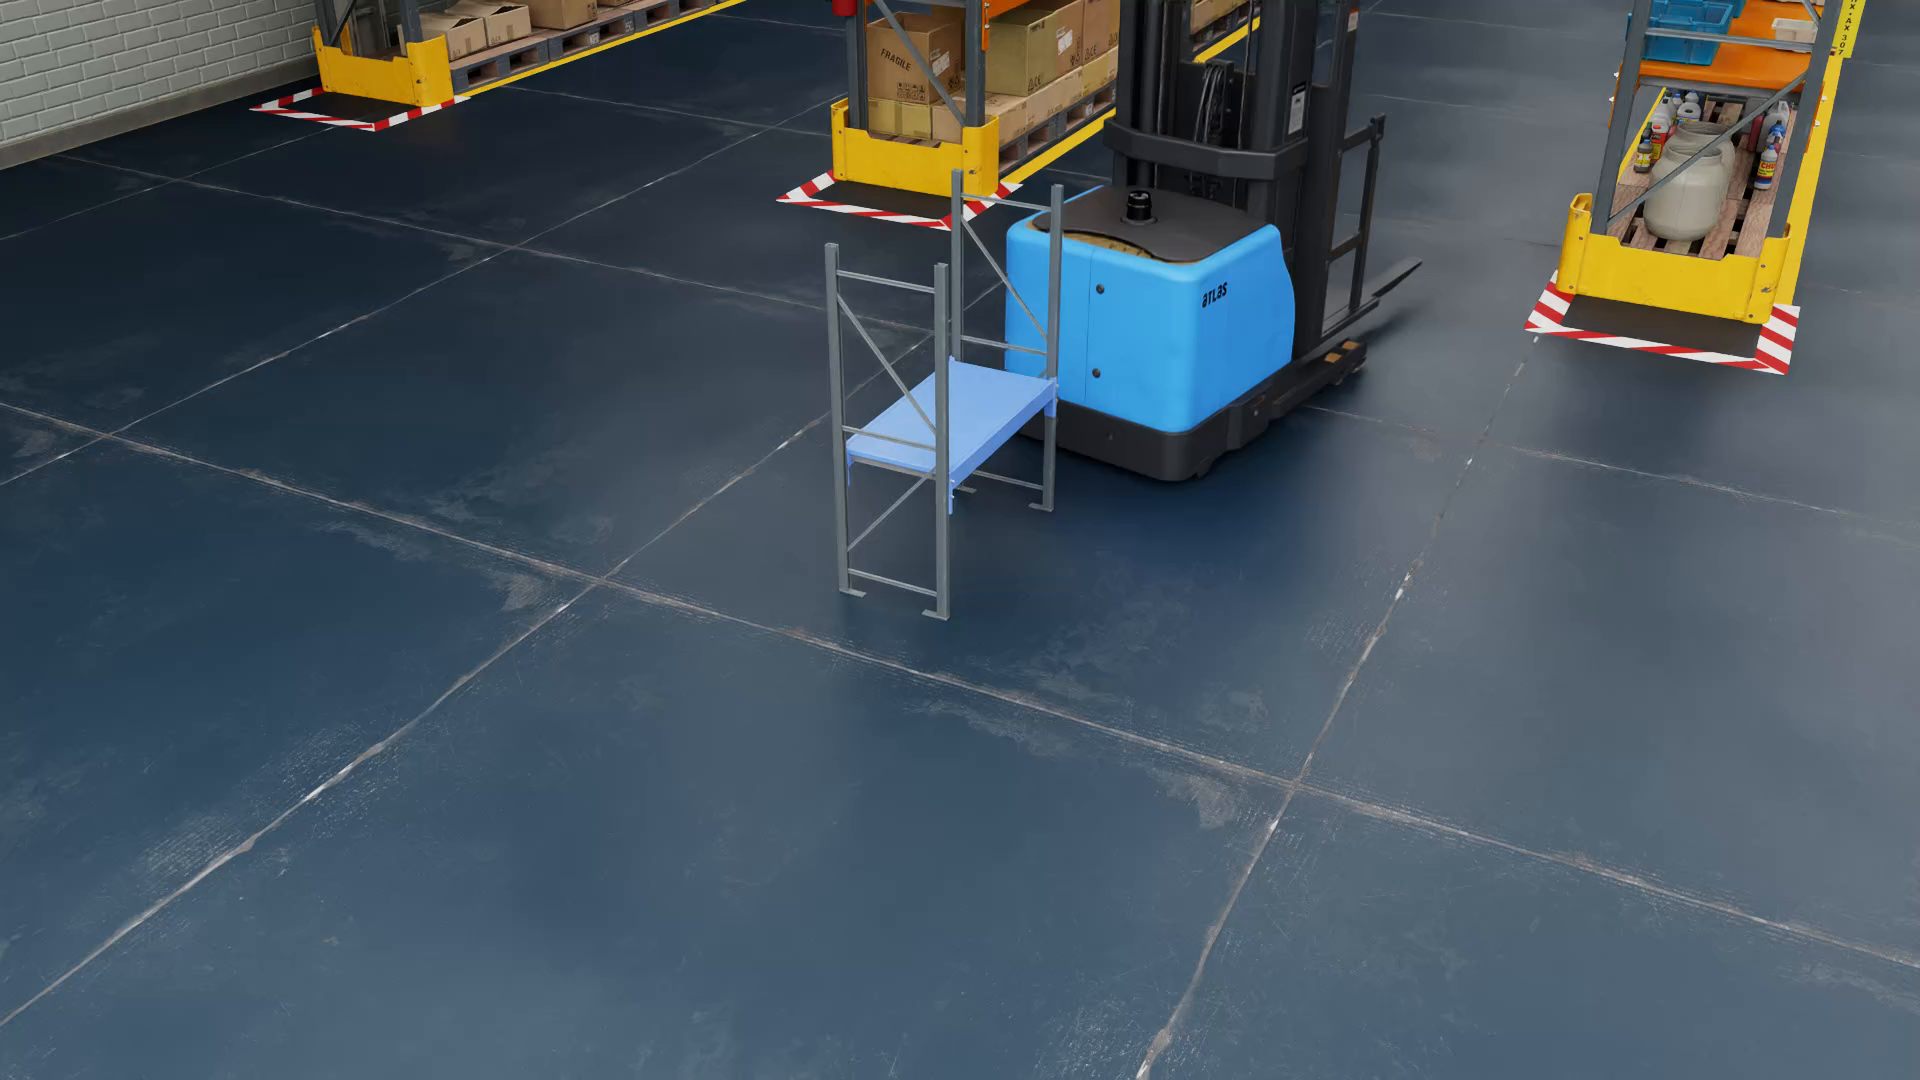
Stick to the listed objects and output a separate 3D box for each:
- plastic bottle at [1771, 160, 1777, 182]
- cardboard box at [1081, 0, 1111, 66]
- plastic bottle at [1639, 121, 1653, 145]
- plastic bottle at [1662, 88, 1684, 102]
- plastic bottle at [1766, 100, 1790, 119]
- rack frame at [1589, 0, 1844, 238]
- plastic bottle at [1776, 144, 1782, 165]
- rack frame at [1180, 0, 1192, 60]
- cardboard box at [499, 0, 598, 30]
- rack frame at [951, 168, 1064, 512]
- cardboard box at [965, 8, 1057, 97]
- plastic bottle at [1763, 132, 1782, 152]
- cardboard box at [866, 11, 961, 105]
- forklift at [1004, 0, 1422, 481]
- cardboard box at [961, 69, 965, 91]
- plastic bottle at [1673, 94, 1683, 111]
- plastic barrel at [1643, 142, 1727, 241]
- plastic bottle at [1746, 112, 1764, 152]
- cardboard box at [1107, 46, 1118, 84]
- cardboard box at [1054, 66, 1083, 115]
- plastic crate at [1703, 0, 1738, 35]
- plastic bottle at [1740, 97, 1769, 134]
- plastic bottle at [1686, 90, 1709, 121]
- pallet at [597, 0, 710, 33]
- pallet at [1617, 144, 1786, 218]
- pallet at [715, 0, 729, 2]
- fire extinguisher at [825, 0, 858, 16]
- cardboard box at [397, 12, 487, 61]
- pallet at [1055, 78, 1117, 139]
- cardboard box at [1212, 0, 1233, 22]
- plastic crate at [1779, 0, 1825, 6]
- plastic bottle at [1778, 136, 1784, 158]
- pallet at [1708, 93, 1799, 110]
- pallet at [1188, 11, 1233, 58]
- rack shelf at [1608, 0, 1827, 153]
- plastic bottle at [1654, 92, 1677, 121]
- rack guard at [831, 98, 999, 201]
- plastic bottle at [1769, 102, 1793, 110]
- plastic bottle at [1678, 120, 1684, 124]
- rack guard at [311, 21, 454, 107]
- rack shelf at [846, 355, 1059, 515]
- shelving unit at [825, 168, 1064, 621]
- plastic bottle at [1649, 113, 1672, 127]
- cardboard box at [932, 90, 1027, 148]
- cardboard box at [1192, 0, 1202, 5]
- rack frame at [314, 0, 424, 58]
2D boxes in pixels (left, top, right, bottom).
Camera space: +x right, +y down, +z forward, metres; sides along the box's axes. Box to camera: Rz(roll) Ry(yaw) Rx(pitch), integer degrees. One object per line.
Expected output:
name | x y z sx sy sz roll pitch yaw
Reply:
plastic bottle | 5.256 -2.426 10.832 0.097 0.201 0.097 0 30 0
cardboard box | 0.825 -3.962 12.724 0.500 0.500 0.500 14 33 23
plastic bottle | 4.589 -2.653 11.143 0.061 0.283 0.133 15 33 24
plastic bottle | 5.104 -3.138 11.921 0.144 0.351 0.185 13 32 21
plastic bottle | 5.656 -2.906 11.517 0.144 0.351 0.185 14 33 23
rack frame | 4.105 -2.670 8.888 1.000 3.000 0.127 14 33 23
plastic bottle | 5.455 -2.621 11.170 0.097 0.201 0.097 0 30 0
rack frame | 1.519 -5.569 13.935 1.000 3.000 0.127 14 33 23
cardboard box | -3.681 -4.877 14.800 0.700 0.500 0.500 12 32 20
rack frame | 0.193 -0.838 7.203 0.500 1.500 0.032 14 33 23
cardboard box | 0.366 -3.520 11.954 0.500 0.500 0.500 14 33 23
plastic bottle | 5.365 -2.563 10.999 0.097 0.271 0.097 0 30 0
cardboard box | -0.323 -3.416 11.772 0.500 0.500 0.500 14 33 23
forklift | 1.494 -2.210 8.155 1.130 2.935 3.031 21 36 32
cardboard box | -0.104 -3.314 12.349 0.500 0.250 0.500 14 33 23
plastic bottle | 5.071 -3.030 11.812 0.097 0.271 0.097 0 30 0
plastic barrel | 4.337 -2.083 9.941 0.421 0.512 0.421 0 30 0
plastic bottle | 5.483 -2.830 11.452 0.061 0.283 0.133 14 33 23
cardboard box | 1.052 -3.859 13.297 0.500 0.250 0.500 14 33 23
cardboard box | 0.592 -3.417 12.527 0.500 0.250 0.500 14 33 23
plastic crate | 4.368 -3.182 9.928 0.499 0.251 0.408 14 33 23
plastic bottle | 5.660 -3.040 11.824 0.152 0.276 0.135 14 33 23
plastic bottle | 5.319 -3.189 12.010 0.144 0.351 0.185 14 33 23
pallet | -3.167 -5.176 16.051 1.003 0.211 1.213 14 33 23
pallet | 5.030 -2.403 11.223 1.003 0.211 1.213 14 33 23
pallet | -2.539 -5.827 17.185 1.003 0.211 1.213 14 33 23
fire extinguisher | -0.770 -3.815 10.959 0.296 0.674 0.183 14 33 23
cardboard box | -4.319 -4.229 13.860 0.500 0.311 0.500 11 32 18
pallet | 0.565 -3.474 13.087 1.003 0.211 1.213 14 33 23
cardboard box | 2.158 -4.907 15.123 0.500 0.250 0.500 15 33 24
plastic crate | 5.413 -3.552 10.688 0.530 0.136 0.437 14 33 23
plastic bottle | 5.549 -2.712 11.329 0.097 0.201 0.097 0 30 0
pallet | 6.251 -3.591 13.292 1.003 0.211 1.213 14 33 23
pallet | 1.820 -4.695 15.214 1.003 0.211 1.213 14 33 23
rack shelf | 5.016 -3.245 10.611 1.077 0.370 4.000 14 33 23
plastic bottle | 4.911 -2.950 11.593 0.144 0.351 0.185 14 33 23
rack guard | -0.314 -2.701 11.451 1.175 0.500 0.348 14 33 23
plastic bottle | 5.803 -3.050 11.767 0.144 0.351 0.185 13 32 21
plastic bottle | 4.953 -2.794 11.472 0.097 0.201 0.097 0 30 0
rack guard | -4.680 -3.867 13.483 1.175 0.500 0.348 14 33 23
rack shelf | -0.039 -0.457 6.900 0.538 0.185 1.000 14 33 23
shelving unit | -0.039 -0.613 6.811 0.538 1.500 1.048 14 33 23
plastic bottle | 4.754 -2.761 11.338 0.152 0.276 0.135 13 32 22
cardboard box | 0.140 -2.973 11.754 0.500 0.250 0.500 14 33 23
cardboard box | 1.930 -4.928 14.596 0.500 0.311 0.500 14 33 23
rack frame | -4.714 -4.918 12.801 1.000 3.000 0.127 14 33 23
